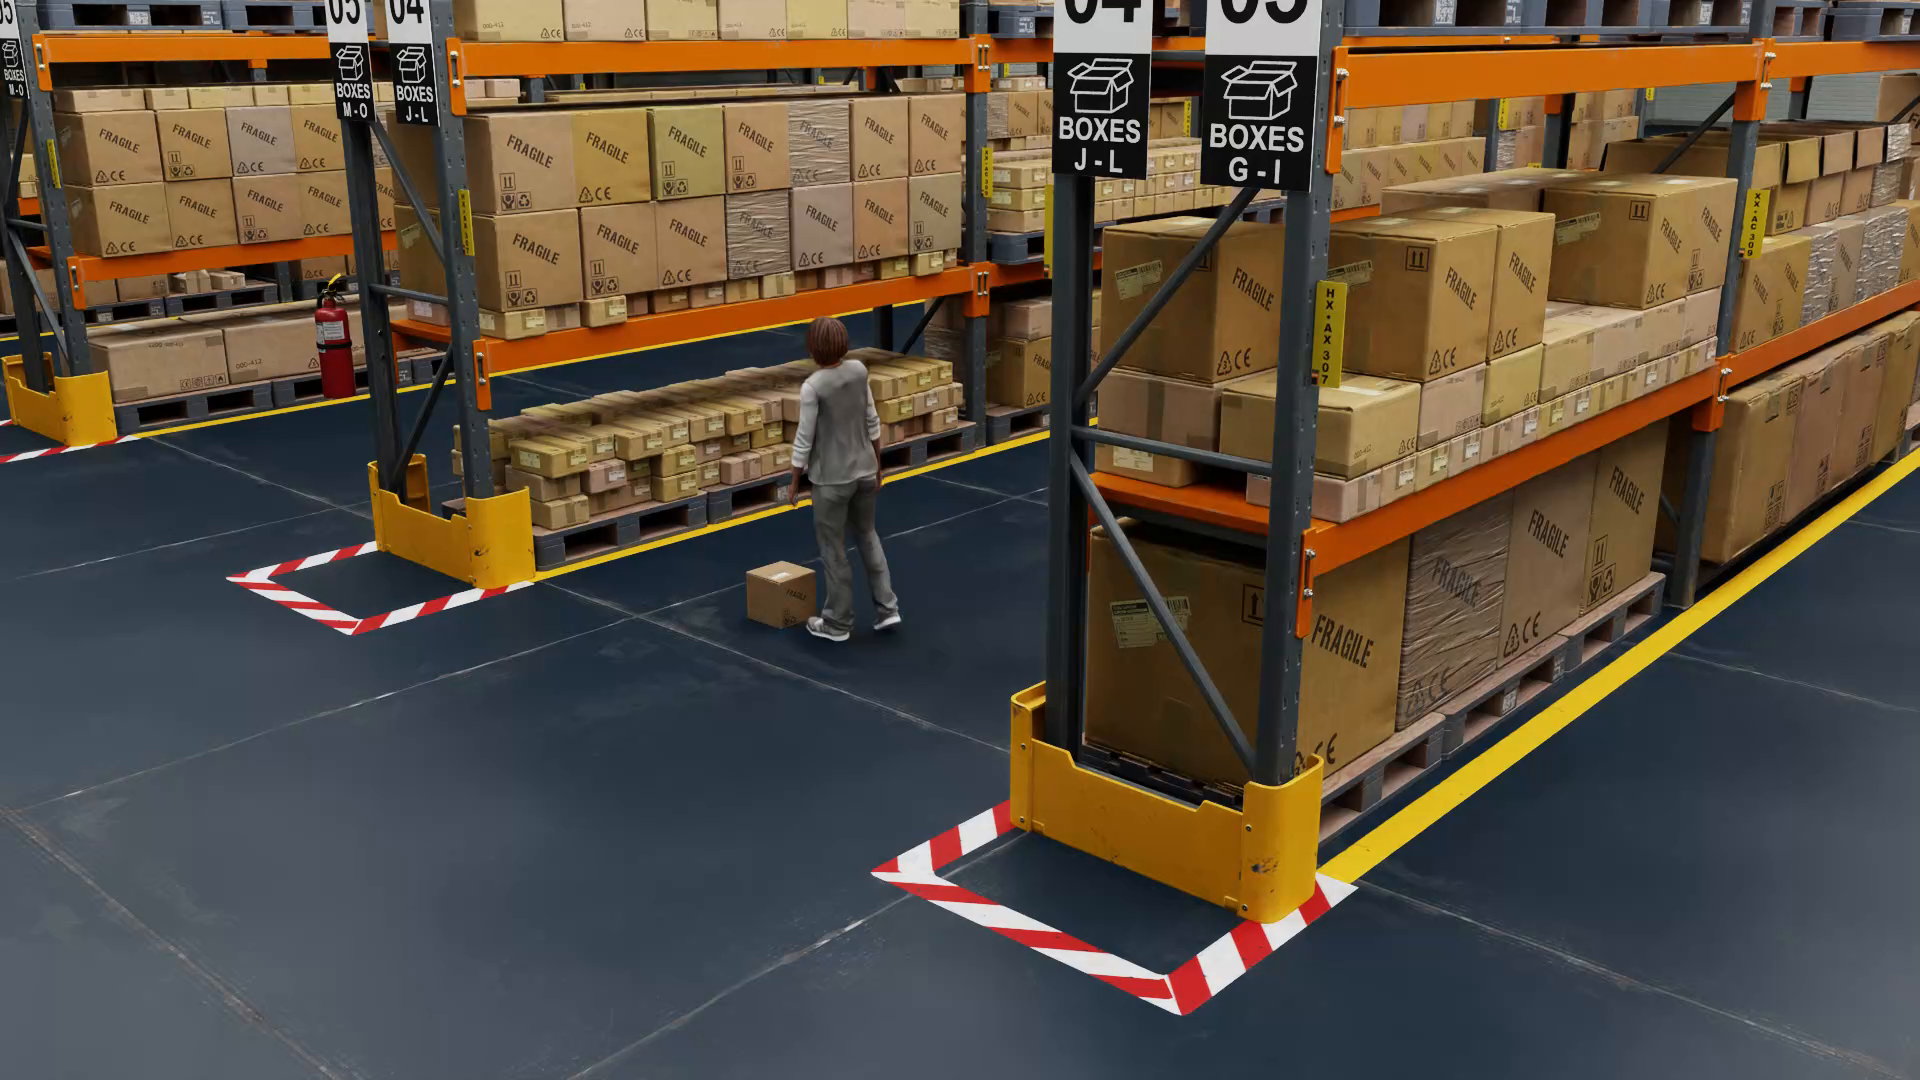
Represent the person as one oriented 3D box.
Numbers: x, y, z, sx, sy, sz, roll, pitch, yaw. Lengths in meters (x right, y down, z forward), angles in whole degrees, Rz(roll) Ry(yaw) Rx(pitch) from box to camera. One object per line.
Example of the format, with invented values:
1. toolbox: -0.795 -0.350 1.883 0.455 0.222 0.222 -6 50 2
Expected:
1. person: -0.561 -0.175 8.006 0.405 1.391 0.523 15 22 39
